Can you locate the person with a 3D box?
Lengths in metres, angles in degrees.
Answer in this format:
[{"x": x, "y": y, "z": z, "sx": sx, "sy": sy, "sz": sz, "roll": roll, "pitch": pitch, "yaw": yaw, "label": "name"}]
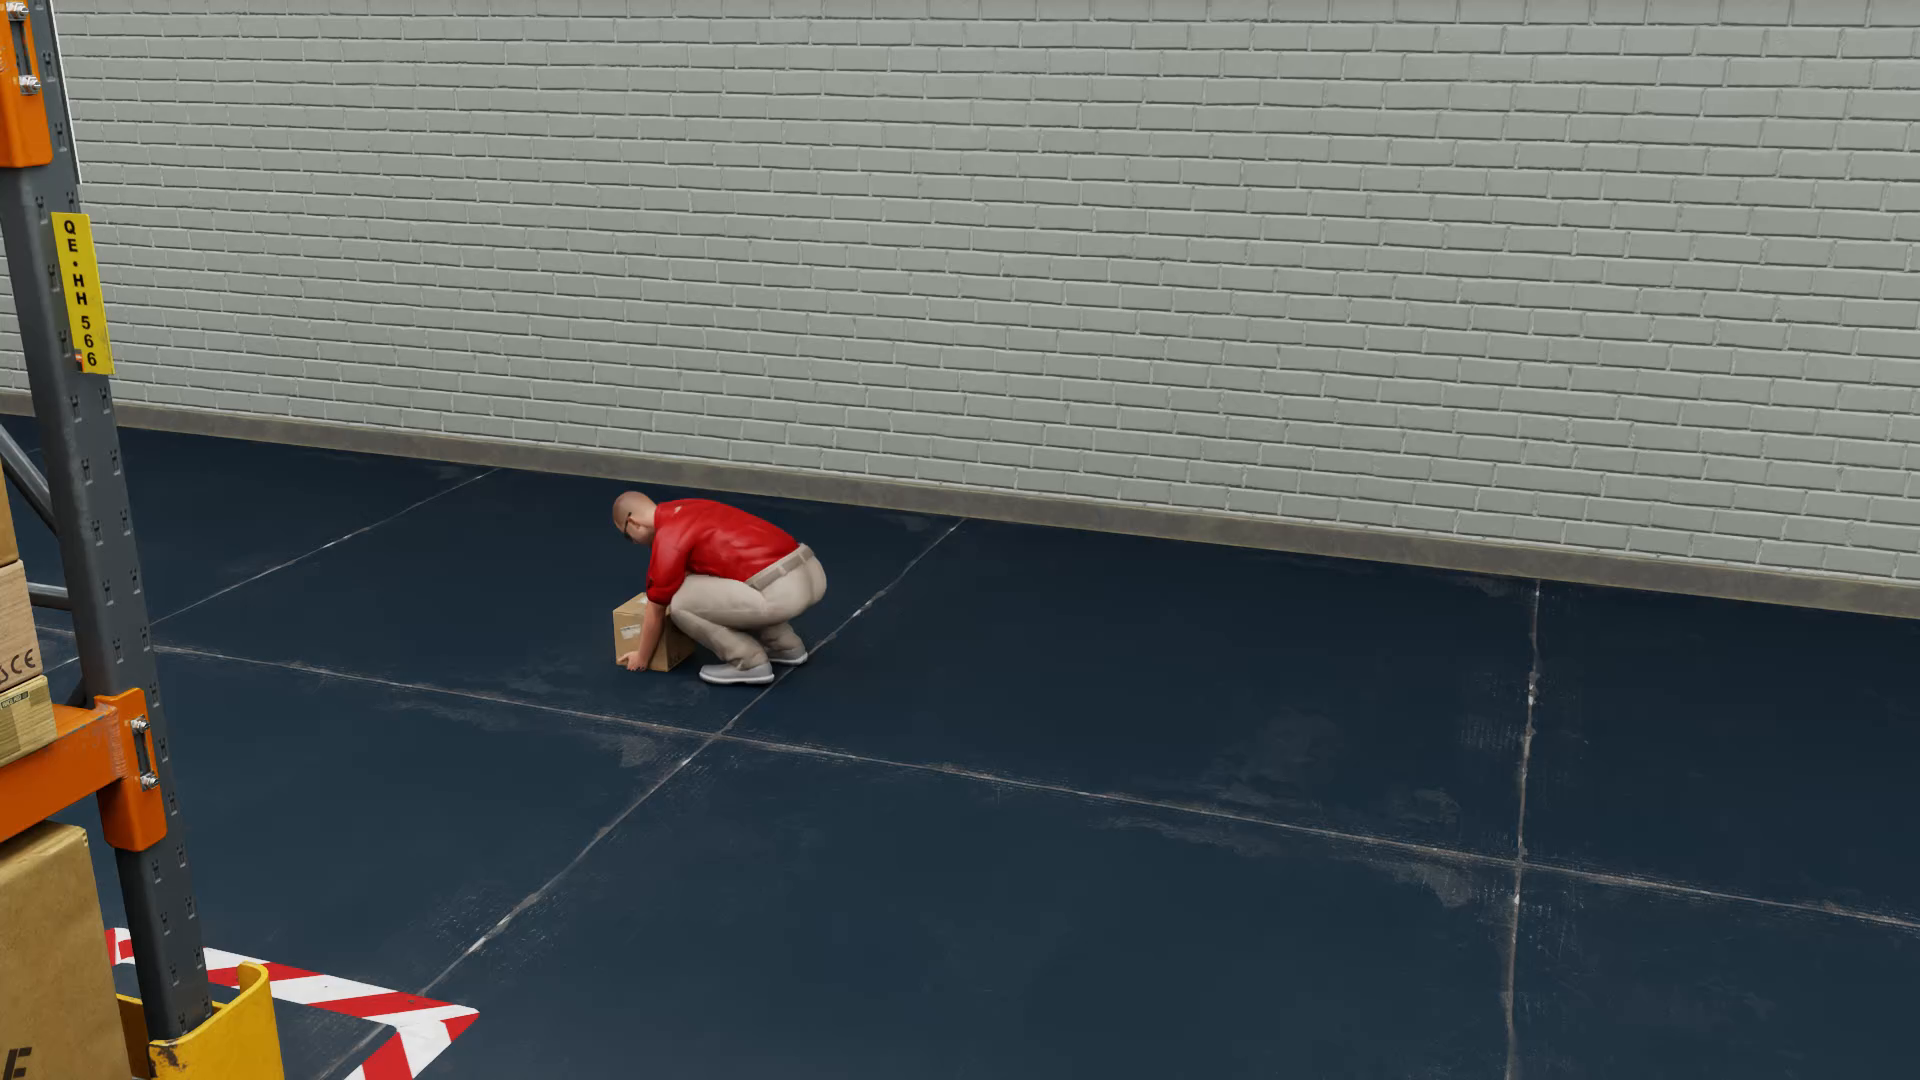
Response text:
[{"x": -1.022, "y": 0.223, "z": 7.059, "sx": 0.894, "sy": 0.860, "sz": 0.537, "roll": 6, "pitch": 19, "yaw": 18, "label": "person"}]
